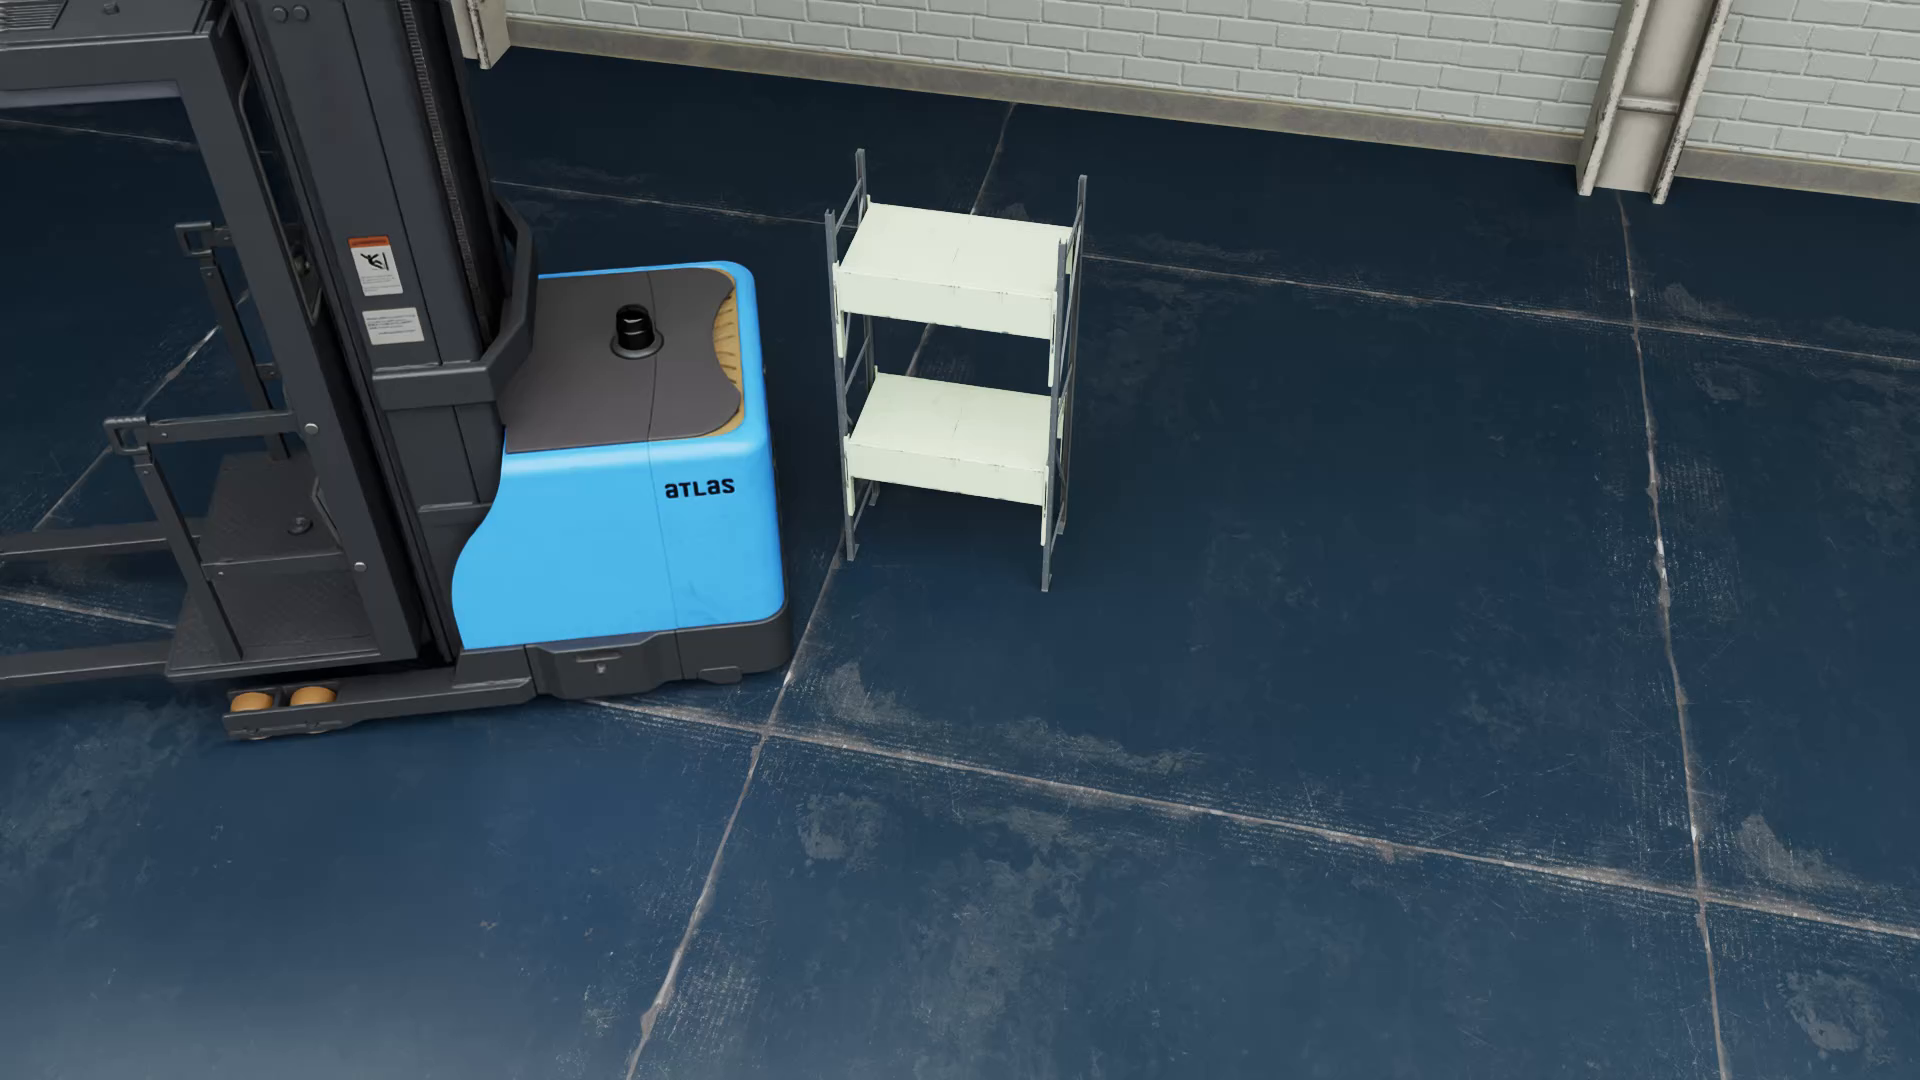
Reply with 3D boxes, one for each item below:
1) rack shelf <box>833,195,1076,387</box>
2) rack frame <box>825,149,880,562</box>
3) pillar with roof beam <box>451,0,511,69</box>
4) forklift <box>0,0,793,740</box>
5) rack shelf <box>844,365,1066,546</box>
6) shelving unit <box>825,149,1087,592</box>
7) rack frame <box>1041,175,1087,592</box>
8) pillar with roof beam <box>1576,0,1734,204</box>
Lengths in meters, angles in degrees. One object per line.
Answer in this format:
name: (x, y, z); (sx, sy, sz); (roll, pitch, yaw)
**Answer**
rack shelf: (-0.007, -0.823, 5.460); (0.720, 0.370, 0.431); (9, 45, 9)
rack frame: (-0.364, -0.597, 5.789); (0.023, 1.500, 0.400); (9, 45, 9)
pillar with roof beam: (-3.604, -2.969, 2.845); (0.400, 9.000, 9.100); (9, 45, 9)
forklift: (-2.137, -0.782, 4.949); (3.031, 2.935, 1.130); (-5, 44, -6)
rack shelf: (-0.007, -0.306, 5.957); (0.720, 0.370, 0.431); (9, 45, 9)
shelving unit: (-0.007, -0.541, 5.731); (0.755, 1.500, 0.431); (9, 45, 9)
rack frame: (0.351, -0.486, 5.673); (0.023, 1.500, 0.400); (9, 45, 9)
pillar with roof beam: (2.251, -2.060, 1.901); (0.400, 9.000, 9.100); (9, 45, 9)
